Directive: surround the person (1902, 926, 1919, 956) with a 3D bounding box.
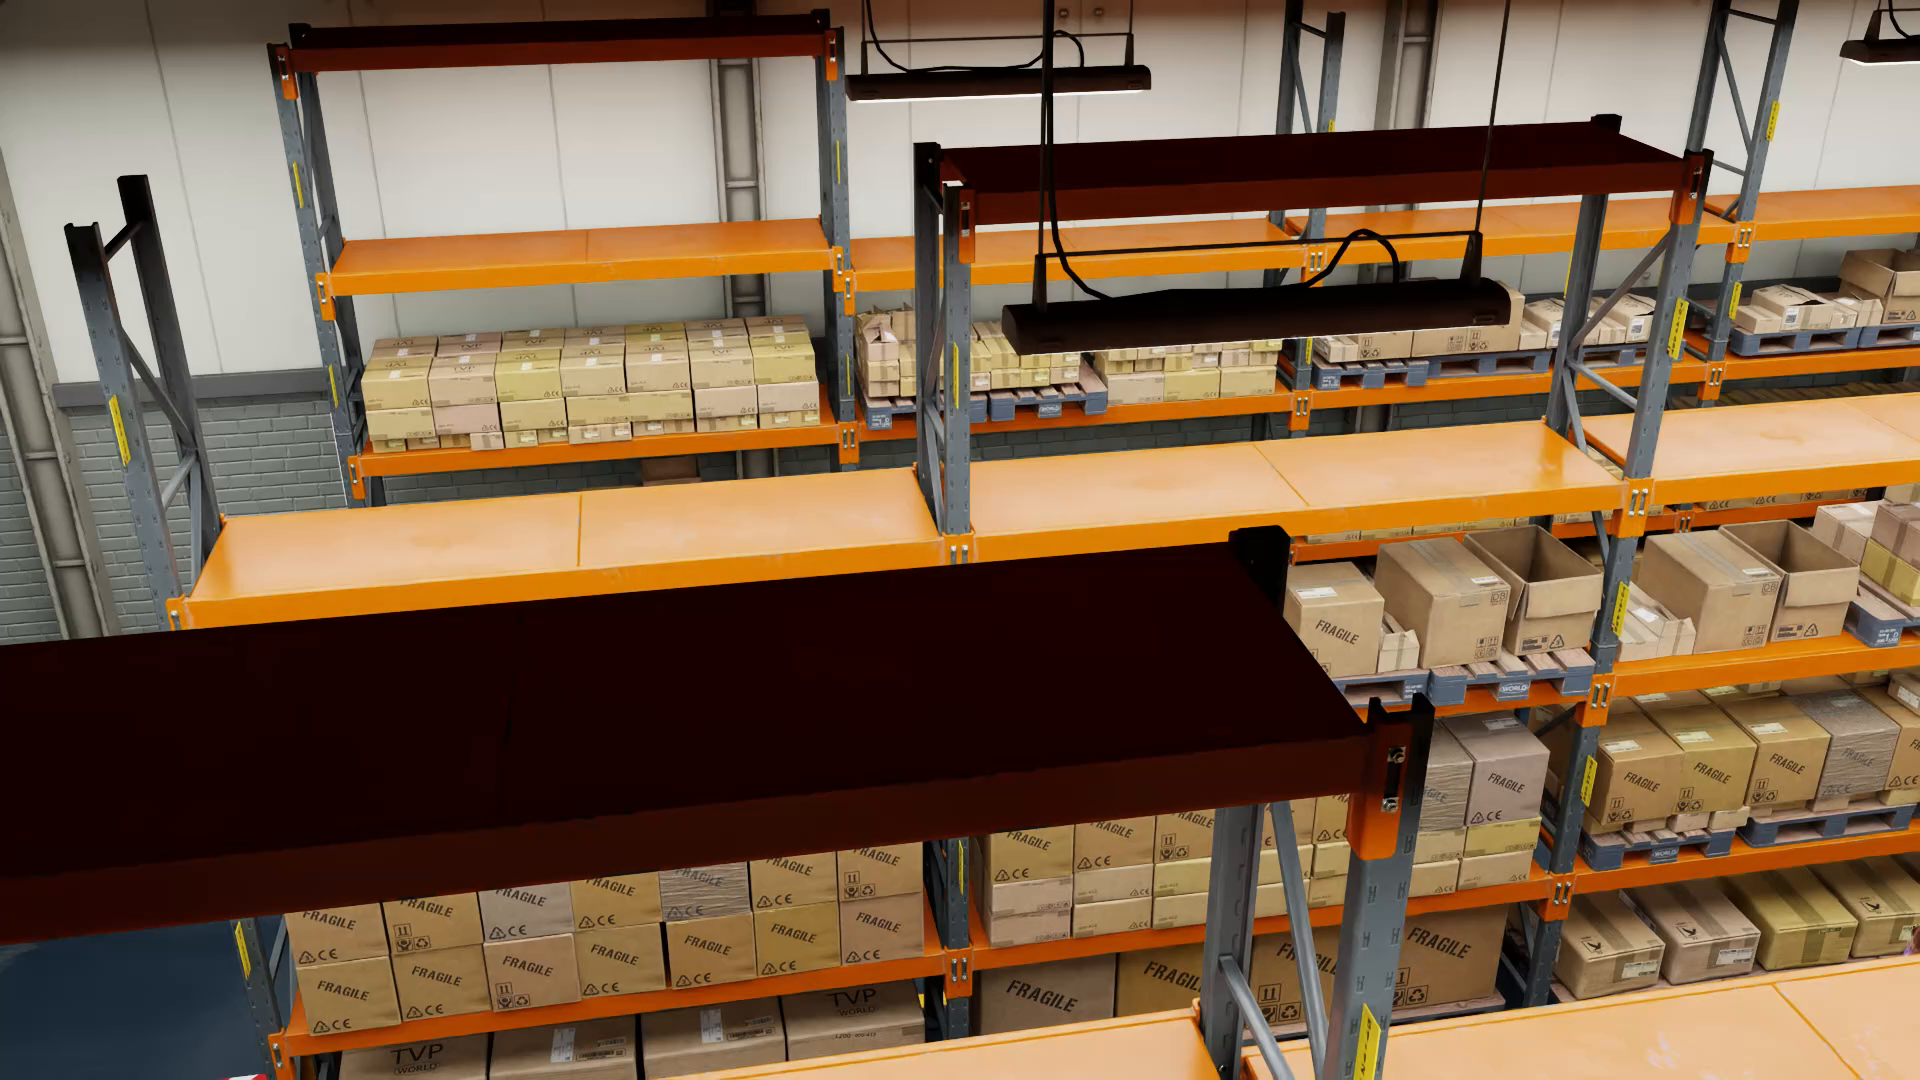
[{"bbox_3d":[5.909,3.024,10.255,0.627,1.616,0.470,-11,28,-22],"label":"person"}]
